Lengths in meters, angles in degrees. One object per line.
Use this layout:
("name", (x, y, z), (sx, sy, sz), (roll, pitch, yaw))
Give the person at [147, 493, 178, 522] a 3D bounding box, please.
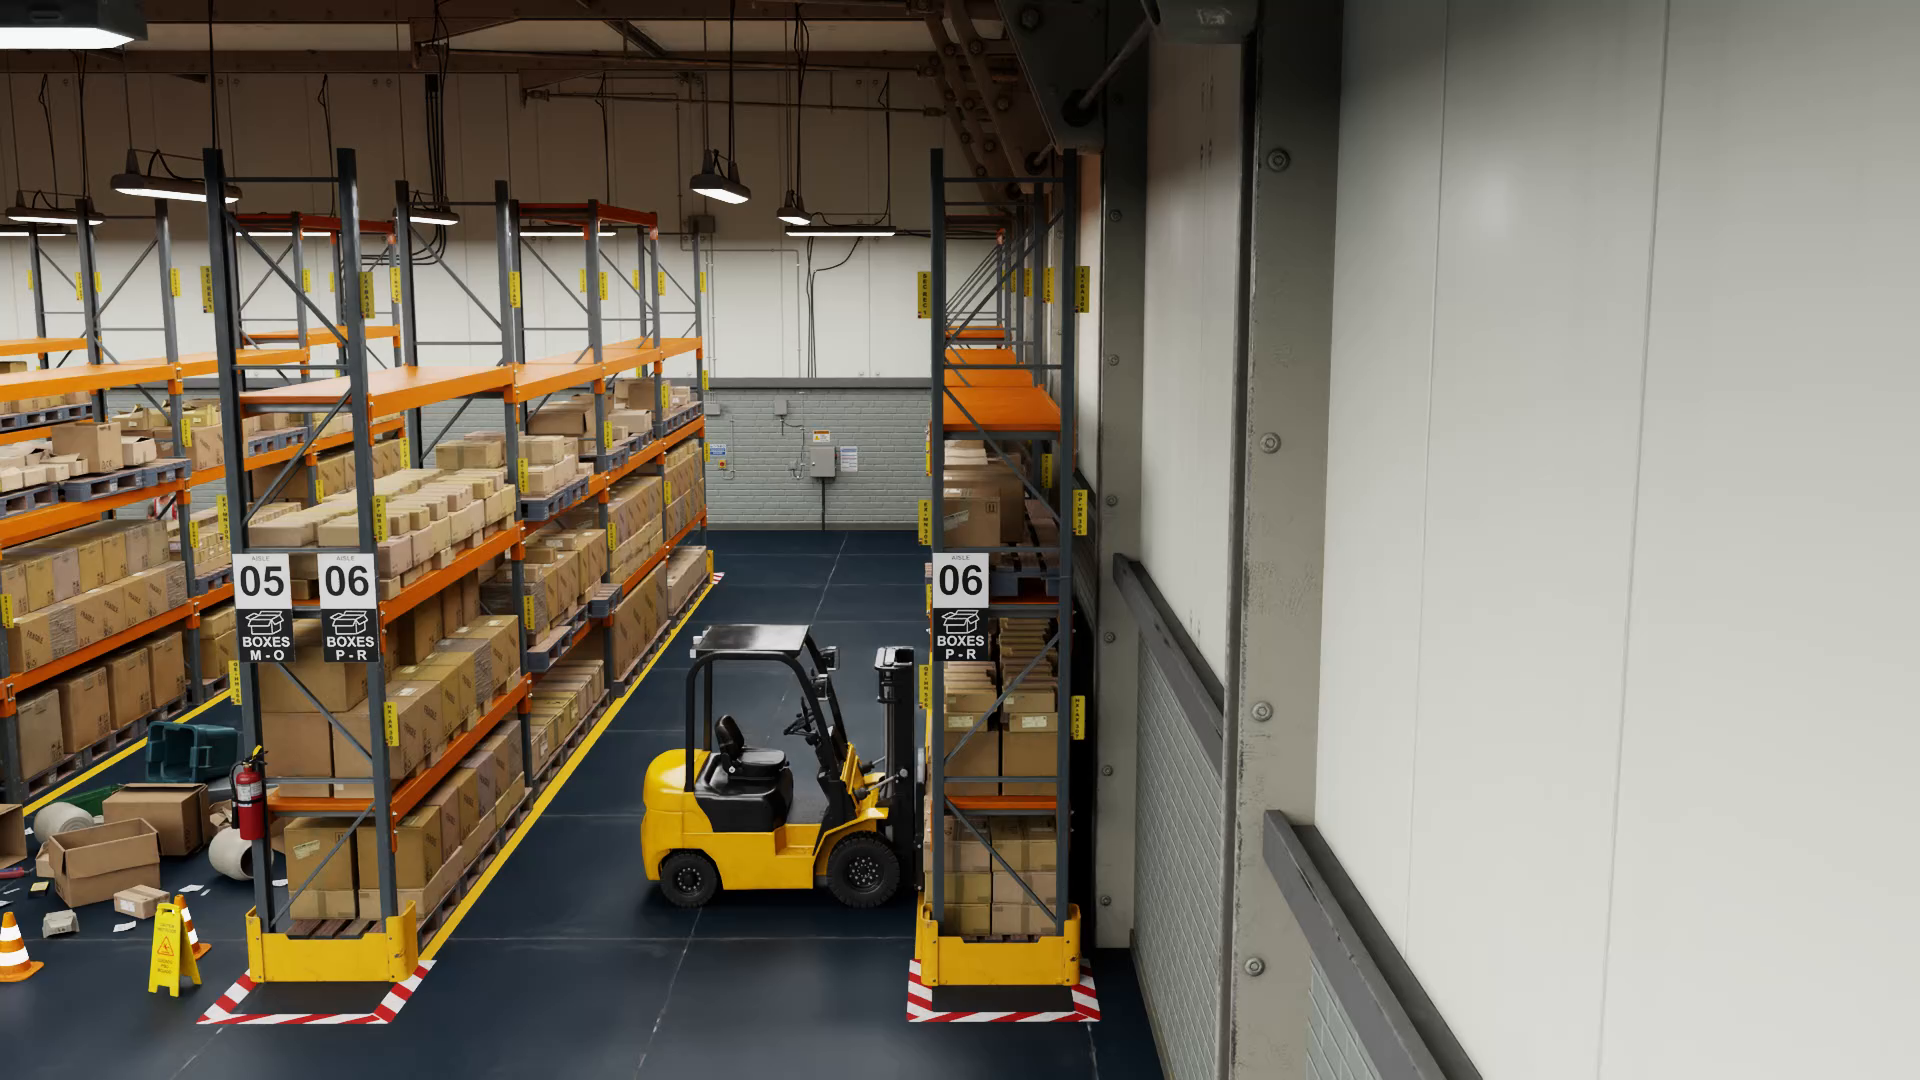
("person", (-13.268, -0.135, 27.874), (0.659, 1.728, 0.642), (-1, 9, -8))
